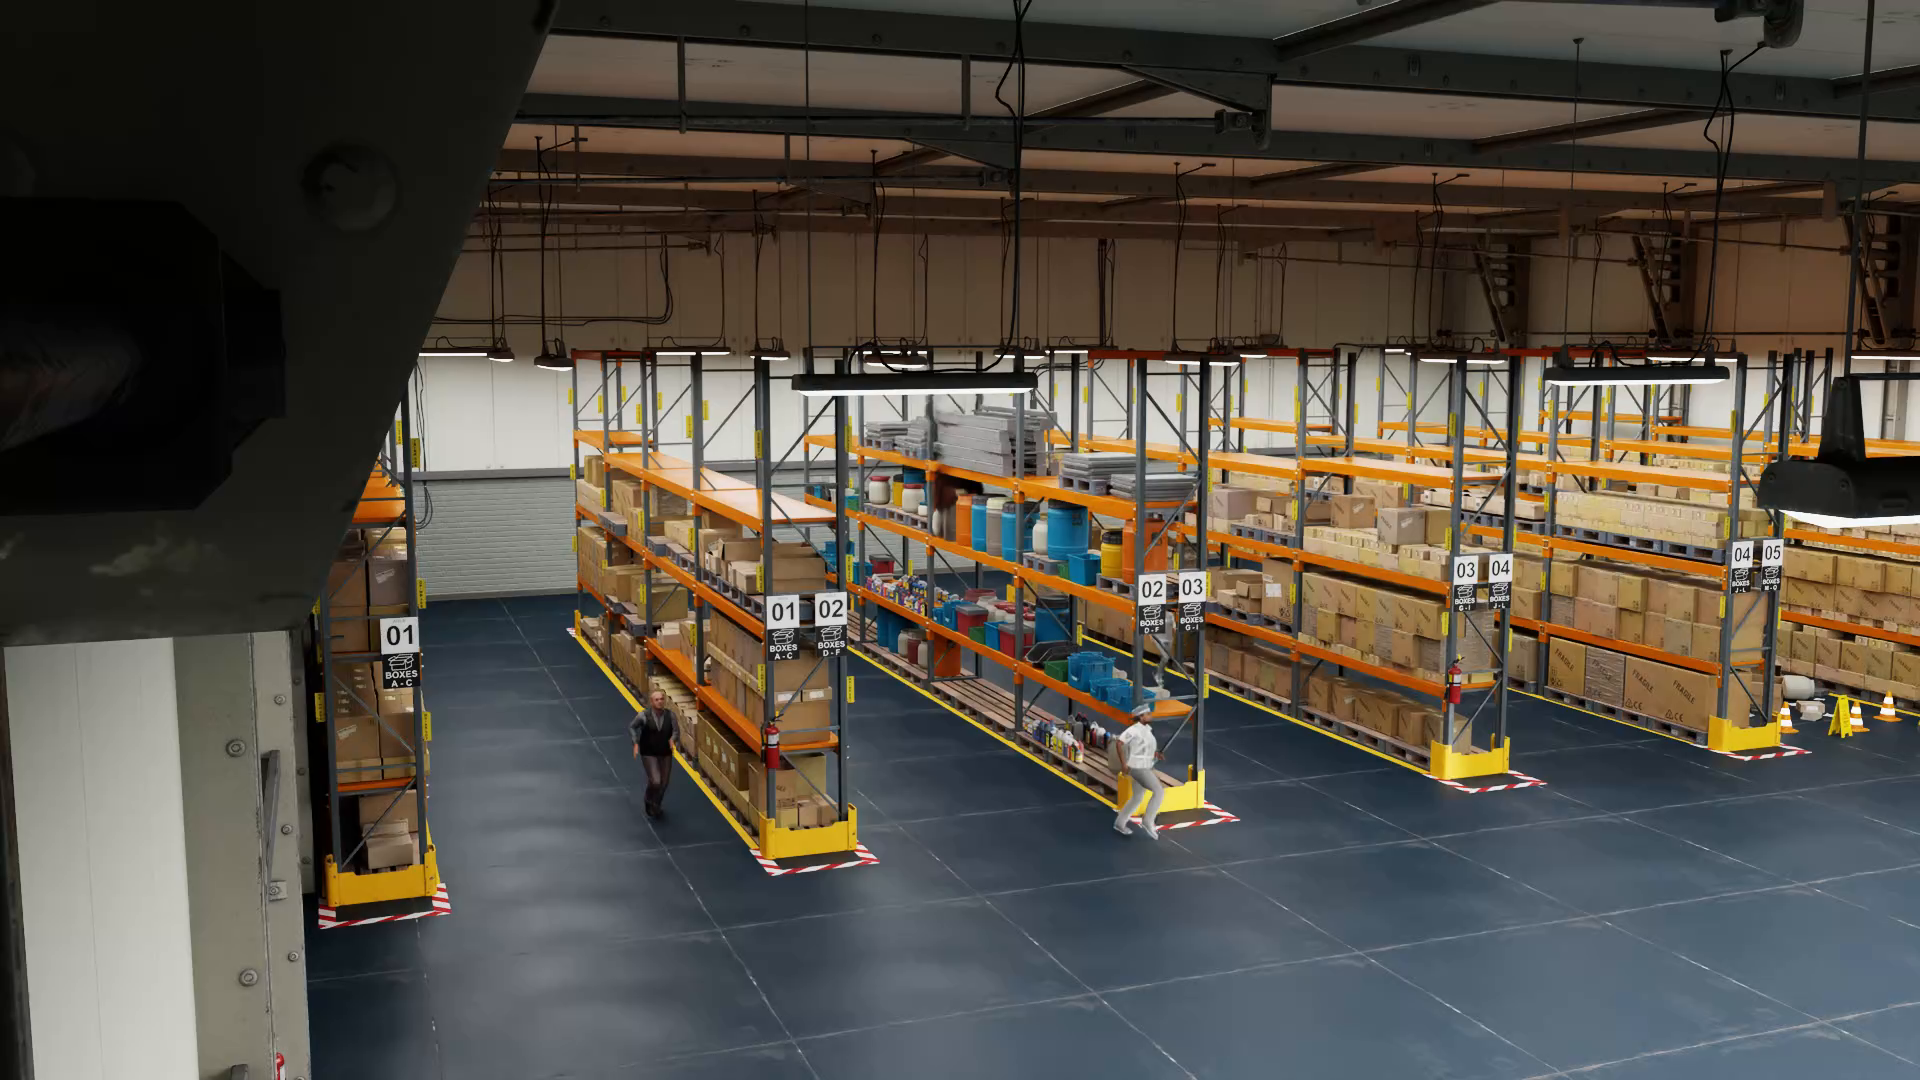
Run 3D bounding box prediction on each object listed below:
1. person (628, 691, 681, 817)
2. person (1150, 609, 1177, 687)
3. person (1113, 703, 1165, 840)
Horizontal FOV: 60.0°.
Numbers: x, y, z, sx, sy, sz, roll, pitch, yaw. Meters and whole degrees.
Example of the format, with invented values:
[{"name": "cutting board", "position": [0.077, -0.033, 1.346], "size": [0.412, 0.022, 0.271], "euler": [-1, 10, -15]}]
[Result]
[{"name": "person", "position": [-3.935, 2.799, 21.629], "size": [0.630, 1.677, 0.733], "euler": [-4, 8, -27]}, {"name": "person", "position": [3.646, 1.837, 29.804], "size": [0.505, 1.597, 0.667], "euler": [-4, 8, -30]}, {"name": "person", "position": [2.308, 2.892, 21.018], "size": [0.667, 1.662, 0.571], "euler": [3, 8, 23]}]
